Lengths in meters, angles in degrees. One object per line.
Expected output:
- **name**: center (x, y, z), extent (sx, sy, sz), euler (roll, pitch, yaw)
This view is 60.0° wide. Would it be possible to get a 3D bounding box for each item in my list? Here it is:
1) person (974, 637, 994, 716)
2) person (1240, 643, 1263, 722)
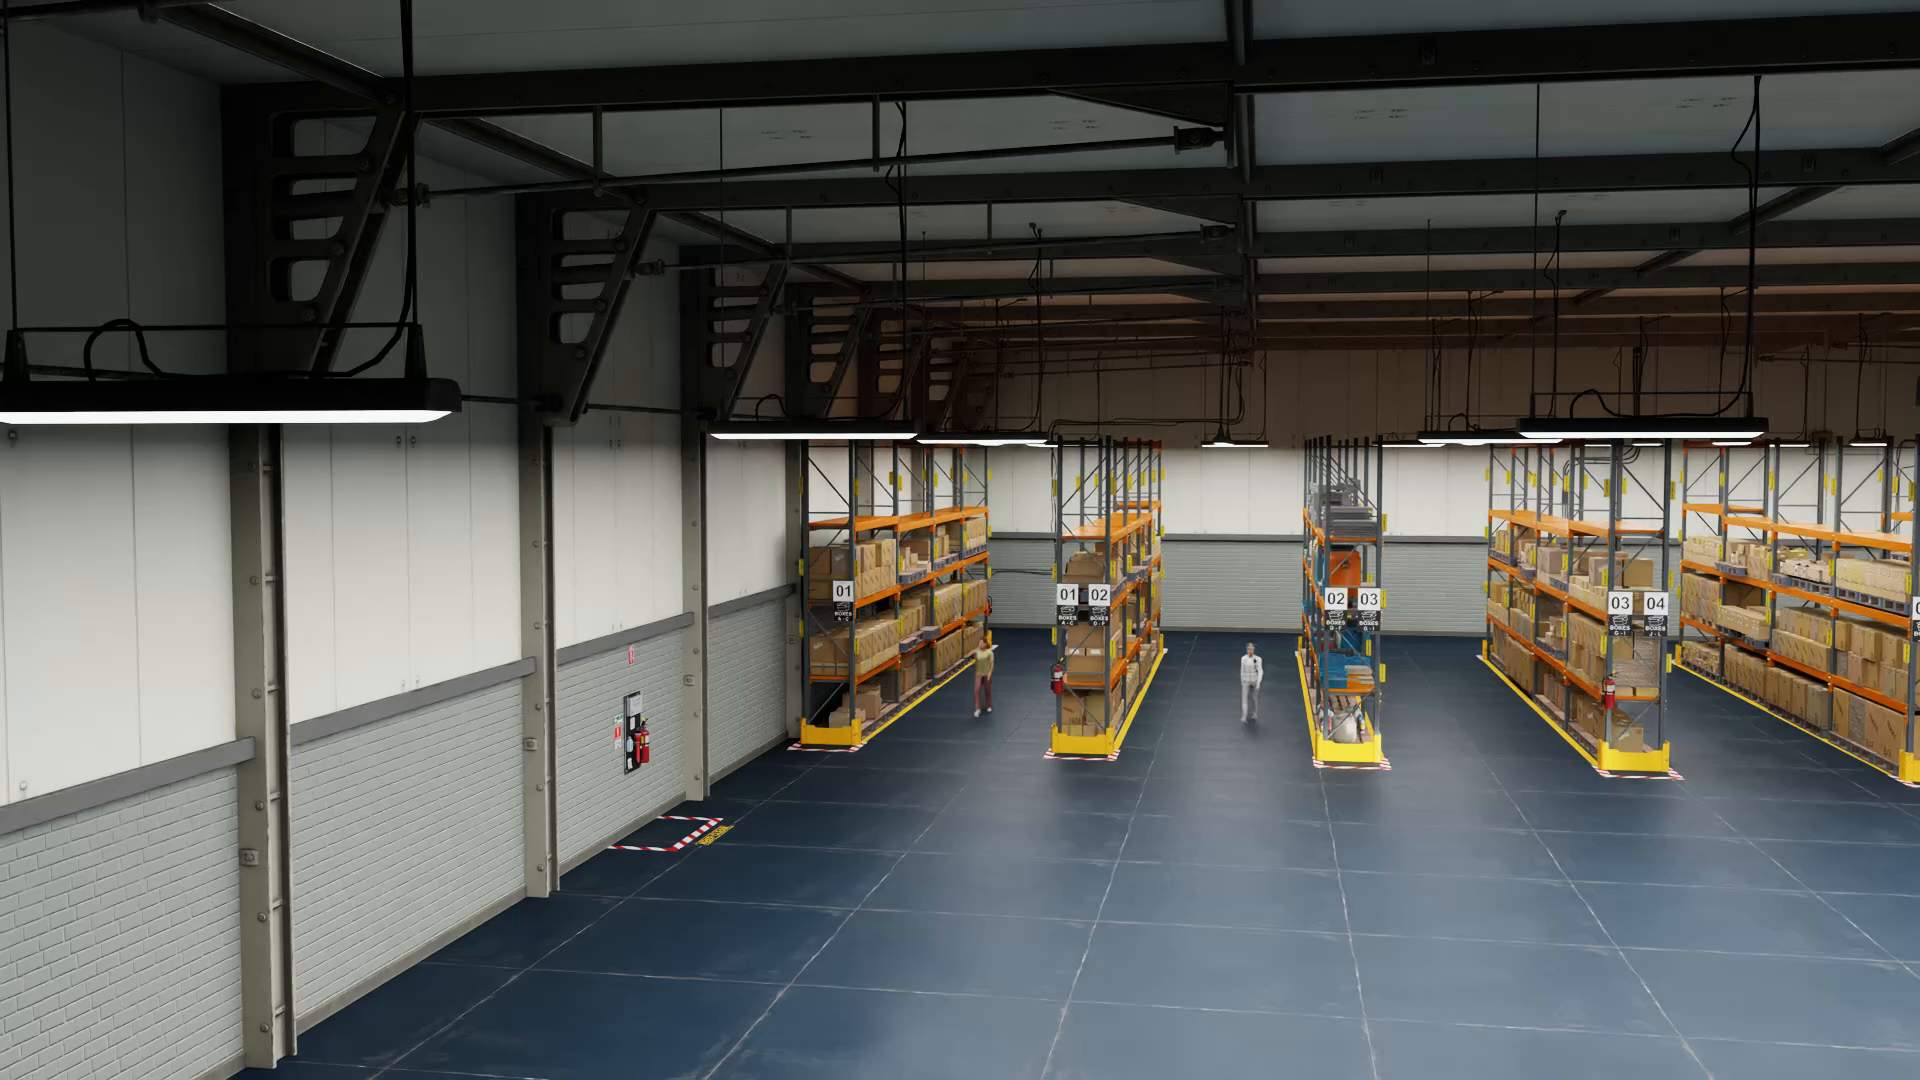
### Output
- **person**: center (0.501, 2.938, 35.989), extent (0.465, 1.643, 0.877), euler (1, 3, 16)
- **person**: center (6.125, 2.989, 35.051), extent (0.476, 1.631, 0.926), euler (1, 3, 17)
